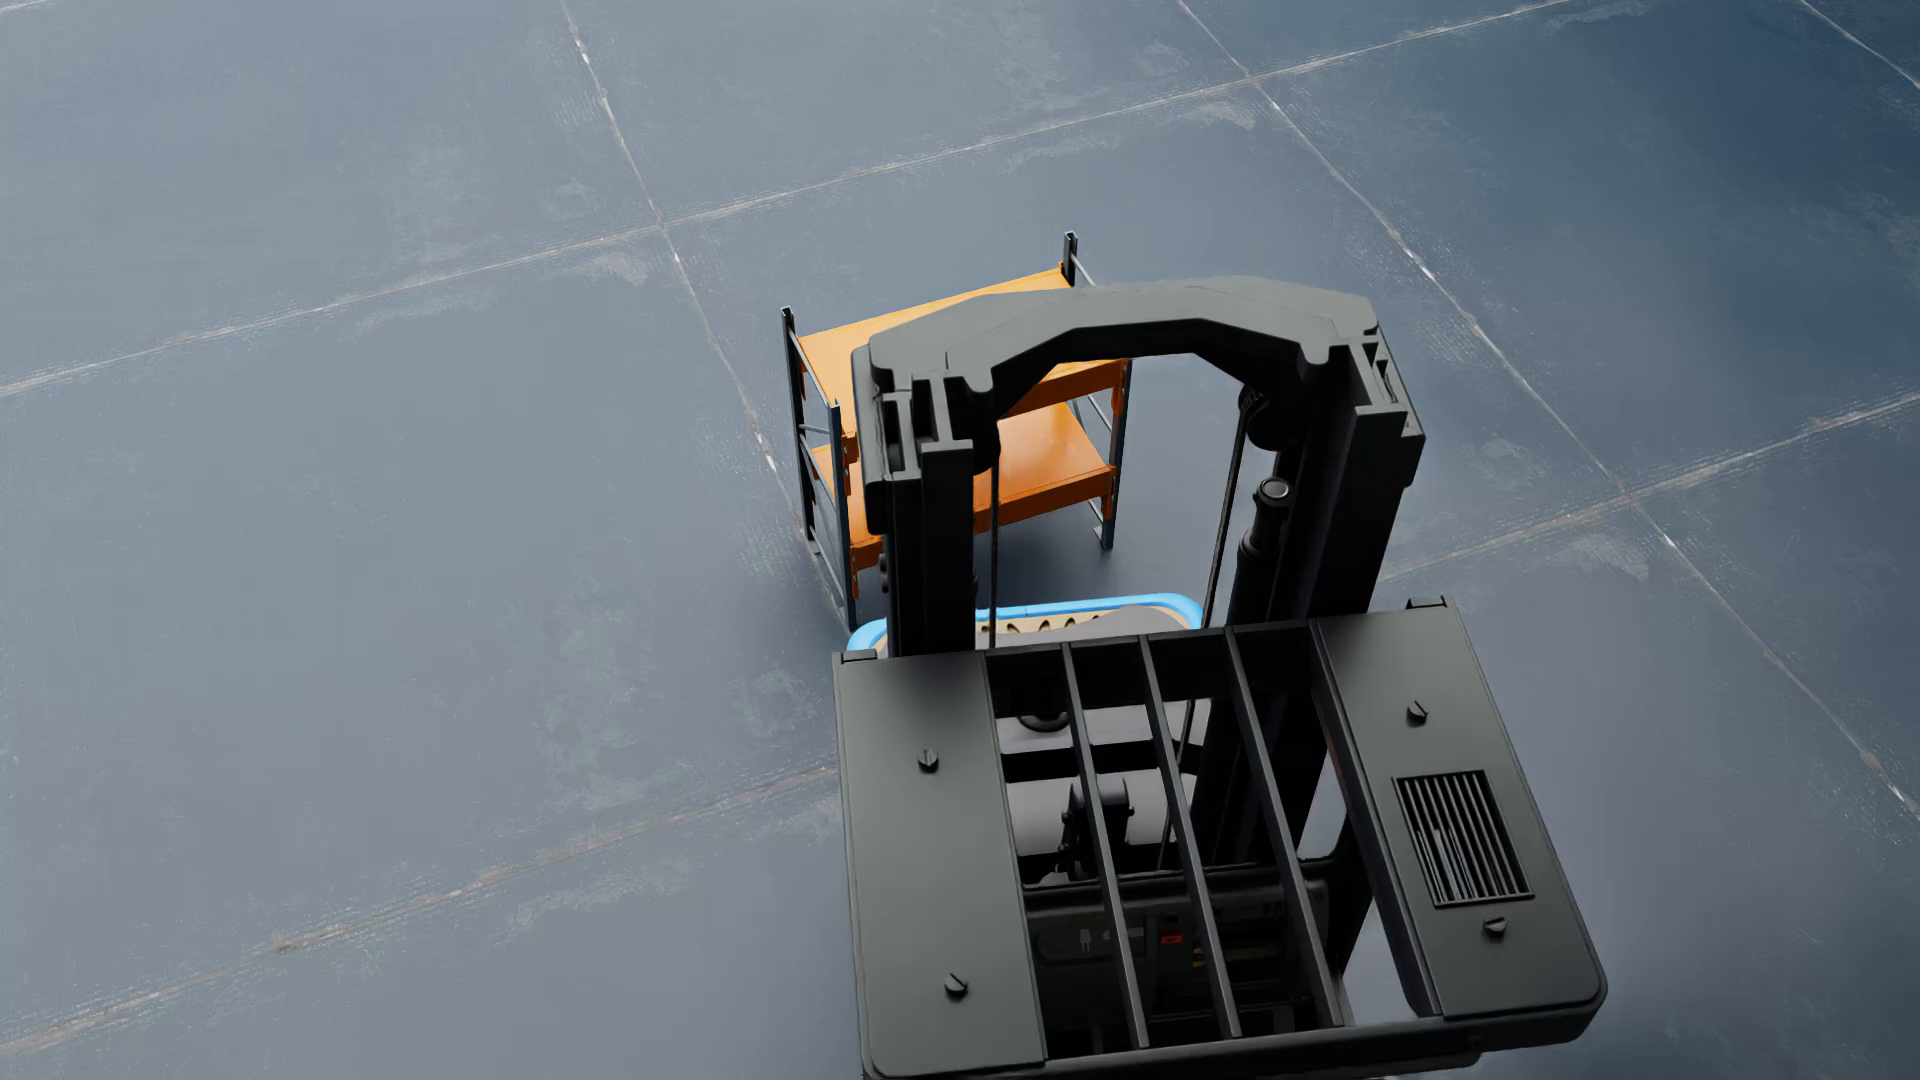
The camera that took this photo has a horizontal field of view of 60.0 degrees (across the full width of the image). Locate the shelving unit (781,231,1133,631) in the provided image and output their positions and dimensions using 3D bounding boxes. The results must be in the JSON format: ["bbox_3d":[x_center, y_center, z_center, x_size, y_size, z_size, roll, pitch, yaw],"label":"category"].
[{"bbox_3d":[-0.006,-0.365,5.822,1.048,1.125,0.538,-17,52,-14],"label":"shelving unit"}]

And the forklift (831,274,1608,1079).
[{"bbox_3d":[0.354,1.042,3.423,1.130,2.935,3.031,-5,50,-4],"label":"forklift"}]

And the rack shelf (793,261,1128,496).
[{"bbox_3d":[-0.006,-0.555,5.600,1.000,0.278,0.538,-17,52,-14],"label":"rack shelf"}]

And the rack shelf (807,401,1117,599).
[{"bbox_3d":[-0.006,-0.205,6.007,1.000,0.278,0.538,-17,52,-14],"label":"rack shelf"}]

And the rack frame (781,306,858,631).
[{"bbox_3d":[-0.477,-0.219,5.696,0.032,1.125,0.500,-17,52,-14],"label":"rack frame"}]

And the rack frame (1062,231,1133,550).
[{"bbox_3d":[0.464,-0.510,5.947,0.032,1.125,0.500,-17,52,-14],"label":"rack frame"}]
